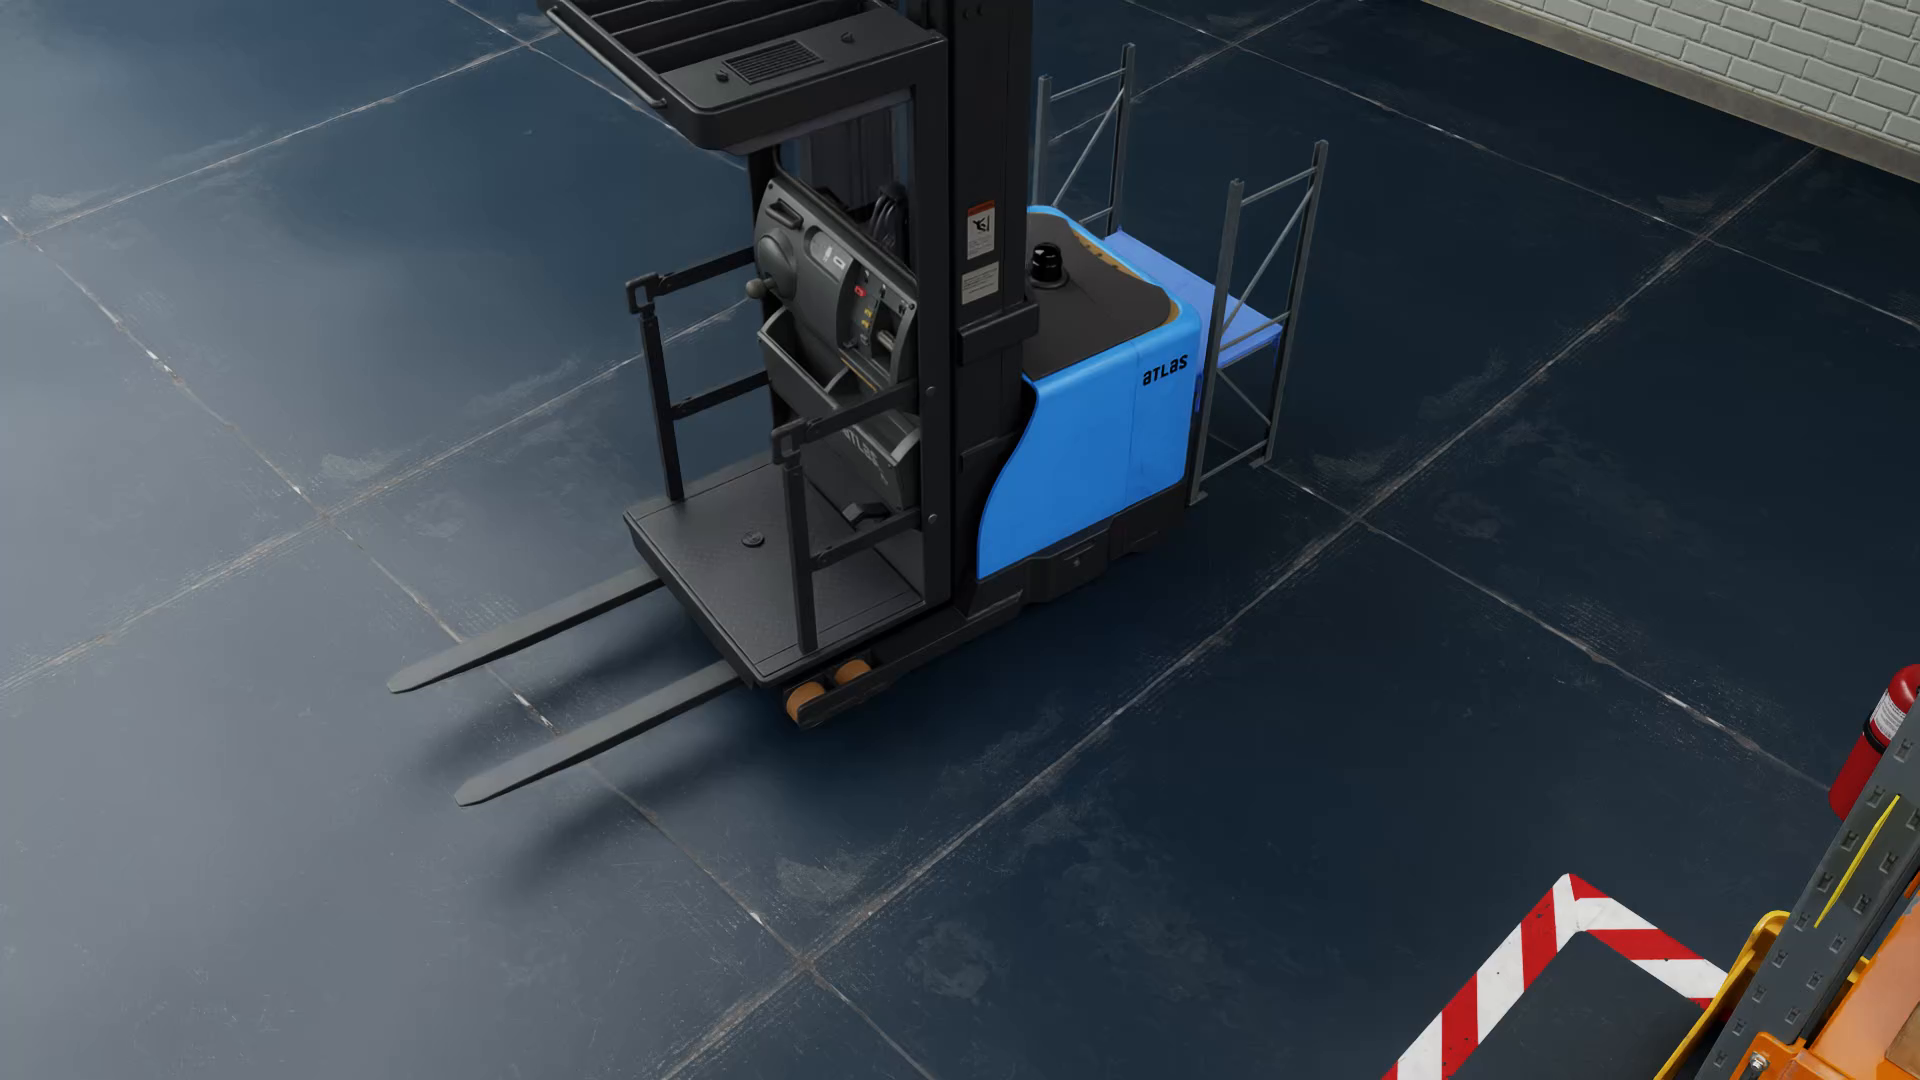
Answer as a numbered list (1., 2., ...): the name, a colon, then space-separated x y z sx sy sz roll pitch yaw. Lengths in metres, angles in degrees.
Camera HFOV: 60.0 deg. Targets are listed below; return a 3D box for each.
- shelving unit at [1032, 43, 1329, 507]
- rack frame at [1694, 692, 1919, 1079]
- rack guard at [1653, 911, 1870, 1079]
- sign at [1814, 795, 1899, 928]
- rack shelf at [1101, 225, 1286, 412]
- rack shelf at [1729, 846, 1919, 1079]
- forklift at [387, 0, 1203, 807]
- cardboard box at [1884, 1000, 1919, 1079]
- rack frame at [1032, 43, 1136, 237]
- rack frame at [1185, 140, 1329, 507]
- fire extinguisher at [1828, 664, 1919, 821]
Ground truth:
1. shelving unit: 0.819 -1.074 6.798 0.538 1.500 1.048 -29 50 -29
2. rack frame: 2.108 0.701 3.781 1.000 3.000 0.127 -34 53 -31
3. rack guard: 2.091 1.608 4.642 1.175 0.500 0.348 -34 53 -31
4. sign: 1.711 0.617 3.175 0.100 0.325 0.005 -34 53 -31
5. rack shelf: 0.816 -0.940 6.919 0.538 0.185 1.000 -29 50 -29
6. rack shelf: 3.520 1.926 2.985 1.077 0.370 4.000 -34 53 -31
7. forklift: -0.595 -0.809 5.465 3.031 2.935 1.130 -25 48 -25
8. cardboard box: 2.428 0.895 3.498 0.700 0.500 0.500 -34 53 -31
9. rack frame: 0.493 -1.338 7.085 0.500 1.500 0.032 -29 50 -29
10. rack frame: 1.146 -0.809 6.512 0.500 1.500 0.032 -29 50 -29
11. fire extinguisher: 2.353 0.450 4.110 0.296 0.674 0.183 -34 53 -31
